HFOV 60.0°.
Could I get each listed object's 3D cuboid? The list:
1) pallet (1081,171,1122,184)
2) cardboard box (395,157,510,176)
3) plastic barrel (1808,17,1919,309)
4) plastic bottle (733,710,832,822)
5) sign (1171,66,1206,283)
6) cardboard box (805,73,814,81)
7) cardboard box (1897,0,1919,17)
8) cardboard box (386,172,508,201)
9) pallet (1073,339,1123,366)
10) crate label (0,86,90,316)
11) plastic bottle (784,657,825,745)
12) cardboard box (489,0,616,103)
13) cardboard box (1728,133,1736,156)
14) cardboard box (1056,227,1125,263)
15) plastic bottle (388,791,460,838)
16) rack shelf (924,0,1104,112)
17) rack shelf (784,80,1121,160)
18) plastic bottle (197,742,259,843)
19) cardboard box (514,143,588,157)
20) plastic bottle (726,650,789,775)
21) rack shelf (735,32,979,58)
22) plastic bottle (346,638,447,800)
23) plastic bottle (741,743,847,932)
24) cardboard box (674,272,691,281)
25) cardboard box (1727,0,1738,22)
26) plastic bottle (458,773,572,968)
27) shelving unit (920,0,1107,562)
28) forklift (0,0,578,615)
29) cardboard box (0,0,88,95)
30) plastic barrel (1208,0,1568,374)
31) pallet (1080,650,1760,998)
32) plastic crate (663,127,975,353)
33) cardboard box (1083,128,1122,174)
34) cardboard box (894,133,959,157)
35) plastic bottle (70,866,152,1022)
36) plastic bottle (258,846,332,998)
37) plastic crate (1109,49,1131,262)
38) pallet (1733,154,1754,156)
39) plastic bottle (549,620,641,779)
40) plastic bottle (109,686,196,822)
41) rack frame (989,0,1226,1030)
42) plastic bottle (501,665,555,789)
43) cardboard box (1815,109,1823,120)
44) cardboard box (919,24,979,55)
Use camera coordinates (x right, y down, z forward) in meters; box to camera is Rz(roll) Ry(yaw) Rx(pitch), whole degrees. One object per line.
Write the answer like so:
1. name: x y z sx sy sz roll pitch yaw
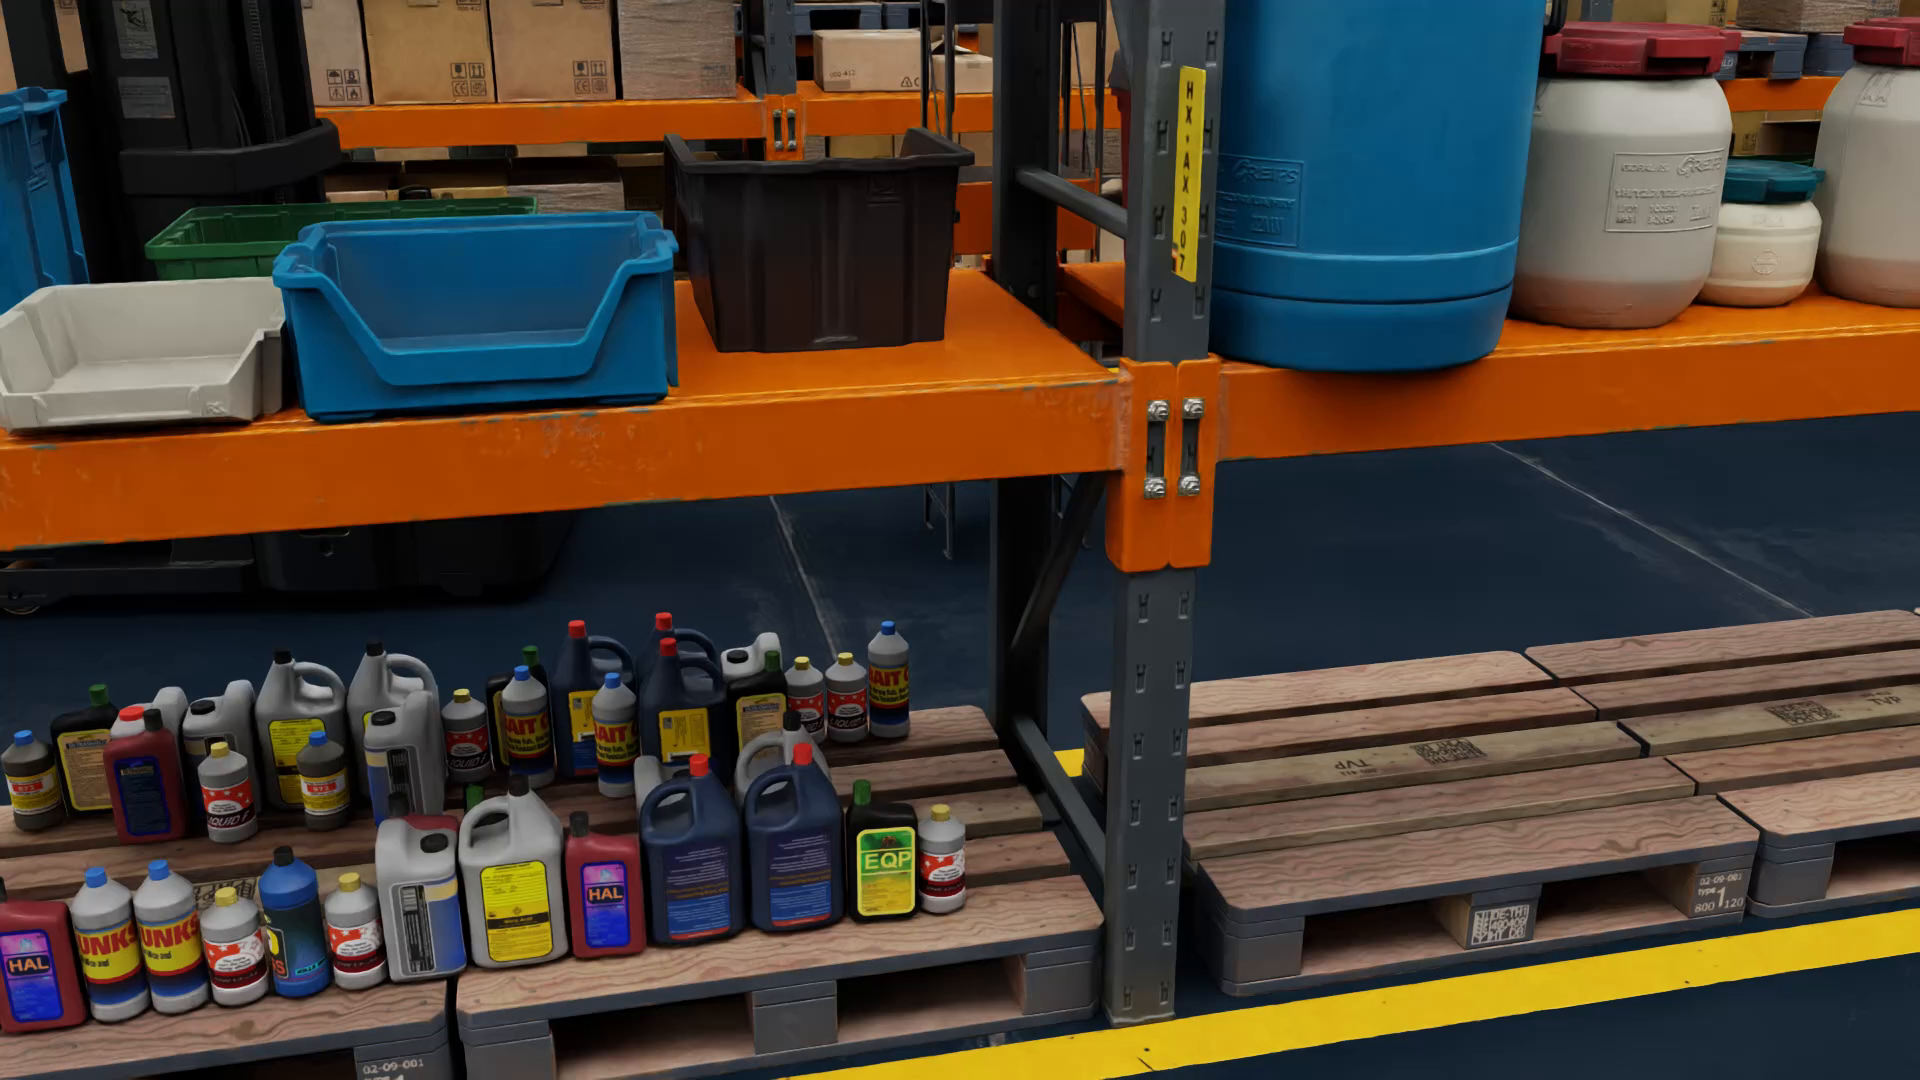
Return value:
1. pallet: 1.096 -2.894 13.407 1.213 0.211 1.003 -5 21 -12
2. cardboard box: -2.388 -1.537 7.946 0.500 0.500 0.500 -5 21 -12
3. plastic barrel: 1.940 -0.756 3.319 0.433 0.535 0.433 0 20 0
4. plastic bottle: -0.349 0.505 3.287 0.185 0.351 0.144 -5 21 -12
5. sign: 0.360 -0.577 2.625 0.005 0.325 0.100 -5 21 -12
6. cardboard box: -0.895 -3.433 12.729 0.500 0.250 0.500 -5 21 -14
7. cardboard box: 5.188 -3.007 8.906 0.500 0.500 0.700 -10 23 -26
8. cardboard box: -2.268 -1.362 7.468 0.500 0.500 0.500 -5 21 -12
9. pallet: 1.006 -1.150 8.646 1.213 0.211 1.003 -5 21 -12
10. crate label: -1.920 -0.568 2.952 0.616 0.435 0.502 -5 21 -12
11. plastic bottle: -0.365 0.370 3.871 0.097 0.201 0.097 0 20 0
12. cardboard box: -1.834 -2.256 7.466 0.500 0.500 0.700 -5 21 -13
13. cardboard box: 3.911 -2.150 9.227 0.500 0.250 0.500 -4 20 -10
14. cardboard box: 0.559 -1.488 8.087 0.500 0.311 0.500 -5 21 -14
15. plastic bottle: -1.001 0.601 3.121 0.133 0.283 0.061 -5 21 -12
16. rack shelf: 0.161 -1.644 5.253 0.480 0.518 0.431 -5 21 -12
17. rack shelf: 1.054 -2.110 8.261 4.000 0.370 1.077 -5 21 -12
18. plastic bottle: -1.529 0.519 3.466 0.097 0.201 0.097 0 20 0
19. cardboard box: -3.036 -2.885 12.324 0.500 0.500 0.500 -6 21 -17
20. plastic bottle: -0.450 0.386 3.709 0.133 0.283 0.061 -5 21 -12
21. rack shelf: -0.089 -3.768 12.787 4.000 0.370 1.077 -5 21 -12
22. plastic bottle: -1.234 0.379 3.630 0.185 0.351 0.144 -5 21 -13
23. plastic bottle: -0.316 0.553 3.155 0.185 0.351 0.144 -5 21 -14
24. cardboard box: -1.293 -1.086 7.806 0.500 0.250 0.500 -5 21 -12
25. cardboard box: 6.281 -4.759 14.010 0.700 0.700 0.980 -4 21 -12
26. plastic bottle: -0.817 0.594 3.044 0.185 0.351 0.144 -5 21 -13
27. shelving unit: 0.161 -0.999 5.489 0.503 2.100 0.431 -5 21 -12
28. forklift: -2.858 -1.327 5.176 3.031 2.935 1.130 -1 20 -3
29. cardboard box: -3.817 -2.096 7.031 0.500 0.500 0.700 -4 21 -11
30. plastic barrel: 0.690 -0.796 2.898 0.708 0.901 0.600 -5 21 -12
31. pallet: 0.999 0.603 3.863 1.213 0.211 1.003 -5 21 -12
32. plastic crate: -0.295 -0.604 3.192 0.504 0.338 0.767 -5 21 -12
33. cardboard box: 1.168 -3.223 13.246 0.500 0.500 0.700 -4 21 -12
34. cardboard box: -0.326 -3.129 12.990 0.500 0.500 0.700 -4 21 -12
35. plastic bottle: -1.479 0.693 2.888 0.097 0.271 0.097 0 20 0
36. plastic bottle: -1.184 0.669 2.954 0.097 0.271 0.097 0 20 0
37. plastic crate: 0.645 -0.802 3.551 0.583 0.464 0.402 -5 21 -12
38. pallet: 6.508 -3.306 14.532 1.213 0.211 1.003 -5 21 -12
39. plastic bottle: -0.821 0.346 3.722 0.185 0.351 0.144 -6 21 -15
40. plastic bottle: -1.711 0.454 3.533 0.135 0.276 0.152 -4 21 -12
41. rack frame: 0.244 -0.632 3.178 0.127 3.000 1.000 -5 21 -12
42. plastic bottle: -0.955 0.407 3.669 0.097 0.271 0.097 0 20 0
43. cardboard box: 7.491 -3.708 14.599 0.500 0.500 0.700 -4 21 -11
44. cardboard box: -0.079 -2.358 8.086 0.258 0.266 0.396 -5 21 -14
